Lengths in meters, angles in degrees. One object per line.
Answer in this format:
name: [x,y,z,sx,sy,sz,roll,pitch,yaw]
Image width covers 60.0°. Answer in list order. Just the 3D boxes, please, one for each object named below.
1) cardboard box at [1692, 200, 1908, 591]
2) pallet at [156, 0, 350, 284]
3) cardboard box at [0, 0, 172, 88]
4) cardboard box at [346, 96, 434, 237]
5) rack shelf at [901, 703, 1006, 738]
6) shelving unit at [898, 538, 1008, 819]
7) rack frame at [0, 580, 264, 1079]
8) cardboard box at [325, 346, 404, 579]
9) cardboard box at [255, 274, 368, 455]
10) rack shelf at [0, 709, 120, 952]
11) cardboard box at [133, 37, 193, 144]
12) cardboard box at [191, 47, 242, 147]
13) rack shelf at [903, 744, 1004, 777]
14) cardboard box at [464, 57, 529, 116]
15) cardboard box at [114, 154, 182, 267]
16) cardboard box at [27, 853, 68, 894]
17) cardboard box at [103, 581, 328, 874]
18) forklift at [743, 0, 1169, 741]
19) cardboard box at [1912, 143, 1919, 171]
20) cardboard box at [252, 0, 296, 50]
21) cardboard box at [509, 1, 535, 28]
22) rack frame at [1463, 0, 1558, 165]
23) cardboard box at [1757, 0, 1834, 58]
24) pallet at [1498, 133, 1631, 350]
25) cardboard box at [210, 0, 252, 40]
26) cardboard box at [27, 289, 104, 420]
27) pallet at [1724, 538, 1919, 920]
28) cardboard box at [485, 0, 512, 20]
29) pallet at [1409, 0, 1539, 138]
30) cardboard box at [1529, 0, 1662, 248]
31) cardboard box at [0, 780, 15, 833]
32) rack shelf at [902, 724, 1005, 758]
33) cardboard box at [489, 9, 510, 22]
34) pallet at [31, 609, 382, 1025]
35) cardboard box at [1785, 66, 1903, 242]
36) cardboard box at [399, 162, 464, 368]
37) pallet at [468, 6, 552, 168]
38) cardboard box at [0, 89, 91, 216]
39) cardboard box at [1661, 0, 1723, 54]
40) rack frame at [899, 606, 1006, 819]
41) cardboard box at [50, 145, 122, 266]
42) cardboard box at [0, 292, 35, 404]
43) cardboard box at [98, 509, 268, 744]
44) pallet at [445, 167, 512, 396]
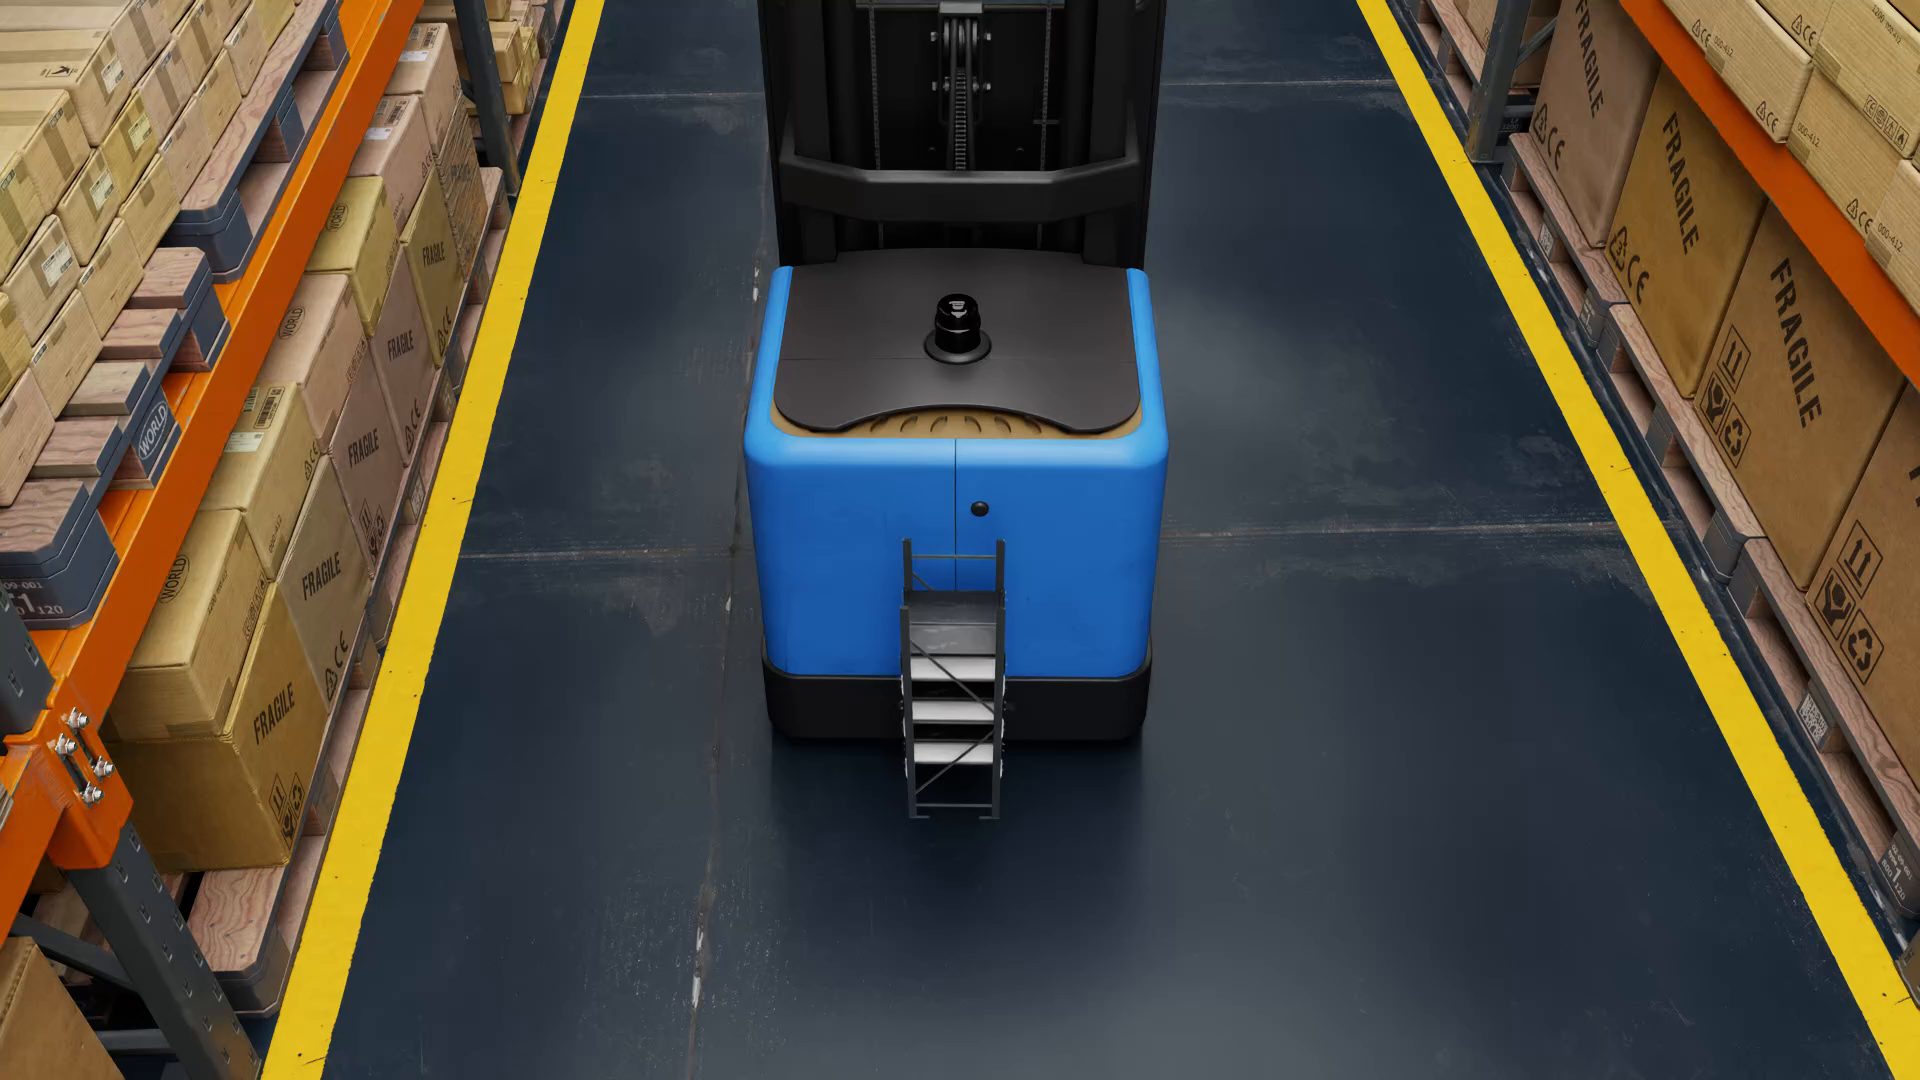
cardboard box: [2.827,-0.473,4.808,0.875,0.875,0.875,-1,43,-1]
pallet: [-2.259,-1.085,4.355,1.003,0.211,1.213,-2,43,-2]
cardboard box: [-2.005,-1.128,3.695,0.380,0.149,0.250,0,43,0]
cardboard box: [-2.012,-1.187,5.310,0.500,0.250,0.500,0,43,0]
rack shelf: [-0.015,0.392,4.191,0.258,0.077,0.200,0,49,1]
shelving unit: [-0.015,0.371,4.166,0.258,0.900,0.210,0,49,1]
rack frame: [-2.134,0.180,2.834,1.000,3.000,0.127,-2,43,-2]
cardboard box: [-1.961,-0.224,4.814,0.500,0.500,0.500,-3,43,-3]
cardboard box: [-1.952,-0.479,4.537,0.500,0.250,0.500,-1,43,-1]
rack shelf: [-2.049,1.795,1.604,1.077,0.370,4.000,-2,43,-2]
cardboard box: [-2.003,-1.026,3.804,0.380,0.149,0.250,-2,43,-2]
cardboard box: [-2.010,-1.085,4.089,0.380,0.149,0.250,-1,43,-1]
rack shelf: [-0.015,0.510,4.327,0.258,0.077,0.200,0,49,1]
cardboard box: [-1.999,-1.879,6.879,0.380,0.149,0.250,-3,43,-4]
cardboard box: [-1.988,-0.736,3.708,0.380,0.149,0.250,0,43,0]
cardboard box: [-2.424,0.510,4.013,0.500,0.500,0.500,-2,43,-2]
cardboard box: [-1.910,0.462,4.065,0.500,0.500,0.500,-3,43,-4]
forklift: [0.008,-1.506,4.723,1.130,2.935,3.031,0,43,1]
cardboard box: [2.507,-0.825,3.671,0.500,0.250,0.500,-3,43,-3]
cardboard box: [-2.031,-1.441,4.477,0.380,0.149,0.250,0,43,0]
cardboard box: [-2.073,-2.225,7.257,0.380,0.149,0.250,-2,43,-2]
rack frame: [2.637,-2.731,6.009,1.000,3.000,0.127,-2,43,-2]
cardboard box: [2.443,-1.521,4.430,0.500,0.250,0.500,-3,43,-3]
pallet: [2.745,-1.184,6.386,1.003,0.211,1.213,-2,43,-2]
cardboard box: [-2.026,-1.375,4.186,0.380,0.149,0.250,0,43,0]
cardboard box: [-1.963,-0.371,3.310,0.380,0.149,0.250,0,43,0]
pallet: [2.849,0.463,4.588,1.003,0.211,1.213,-2,43,-2]
cardboard box: [-2.064,-2.270,6.865,0.380,0.149,0.250,0,43,0]
pallet: [2.683,-2.218,7.514,1.003,0.211,1.213,-2,43,-2]
cardboard box: [2.743,-1.686,6.131,0.875,0.875,0.875,0,43,0]
cardboard box: [-1.847,0.439,2.477,0.500,0.500,0.500,-2,43,-2]
rack shelf: [-0.015,0.451,4.259,0.258,0.077,0.200,0,49,1]
cardboard box: [-2.100,-2.156,6.961,0.380,0.149,0.250,-1,43,-1]
pallet: [-2.166,0.680,4.352,1.003,0.211,1.213,-2,43,-2]
cardboard box: [2.483,-0.994,4.225,0.500,0.250,0.500,-2,43,-2]
cardboard box: [-2.000,-0.915,5.567,0.500,0.500,0.500,-3,43,-3]
pallet: [-2.368,-1.945,7.216,1.003,0.211,1.213,-2,43,-2]
cardboard box: [-1.981,-0.766,3.301,0.380,0.149,0.250,-2,43,-2]
cardboard box: [2.421,-1.675,4.969,0.500,0.250,0.500,-2,43,-2]
rack frame: [-0.016,0.448,4.099,0.240,0.900,0.006,0,49,1]
cardboard box: [-1.983,-0.687,3.435,0.380,0.149,0.250,-3,43,-3]
cardboard box: [-1.954,-0.324,3.038,0.380,0.149,0.250,0,43,0]
cardboard box: [-1.922,0.198,3.799,0.500,0.250,0.500,-3,43,-4]
pallet: [-2.270,-0.967,6.149,1.003,0.211,1.213,-2,43,-2]
